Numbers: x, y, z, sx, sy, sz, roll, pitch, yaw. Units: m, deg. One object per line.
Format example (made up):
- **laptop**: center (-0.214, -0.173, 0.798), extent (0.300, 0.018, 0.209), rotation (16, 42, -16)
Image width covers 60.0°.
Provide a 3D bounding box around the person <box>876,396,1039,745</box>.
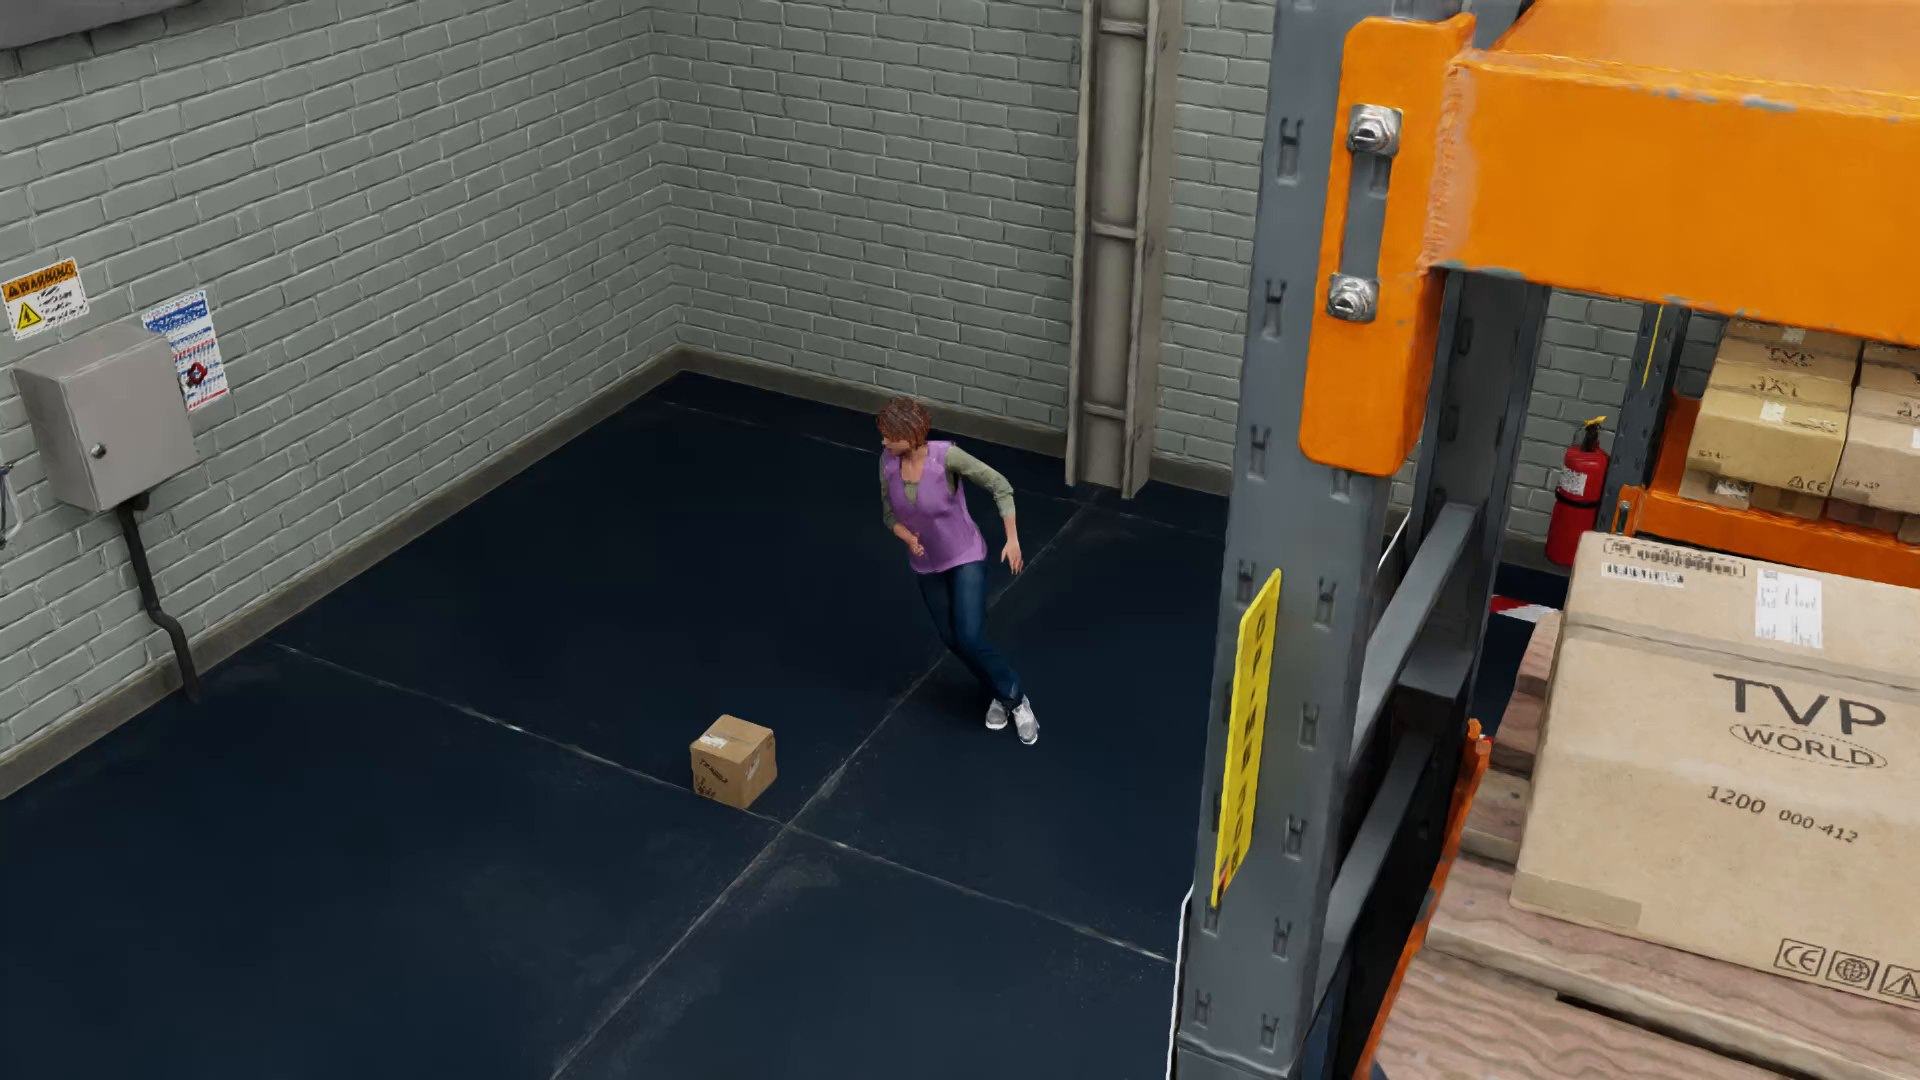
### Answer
- **person**: center (-0.005, 0.142, 7.005), extent (0.783, 1.486, 0.500), rotation (13, 33, 20)
